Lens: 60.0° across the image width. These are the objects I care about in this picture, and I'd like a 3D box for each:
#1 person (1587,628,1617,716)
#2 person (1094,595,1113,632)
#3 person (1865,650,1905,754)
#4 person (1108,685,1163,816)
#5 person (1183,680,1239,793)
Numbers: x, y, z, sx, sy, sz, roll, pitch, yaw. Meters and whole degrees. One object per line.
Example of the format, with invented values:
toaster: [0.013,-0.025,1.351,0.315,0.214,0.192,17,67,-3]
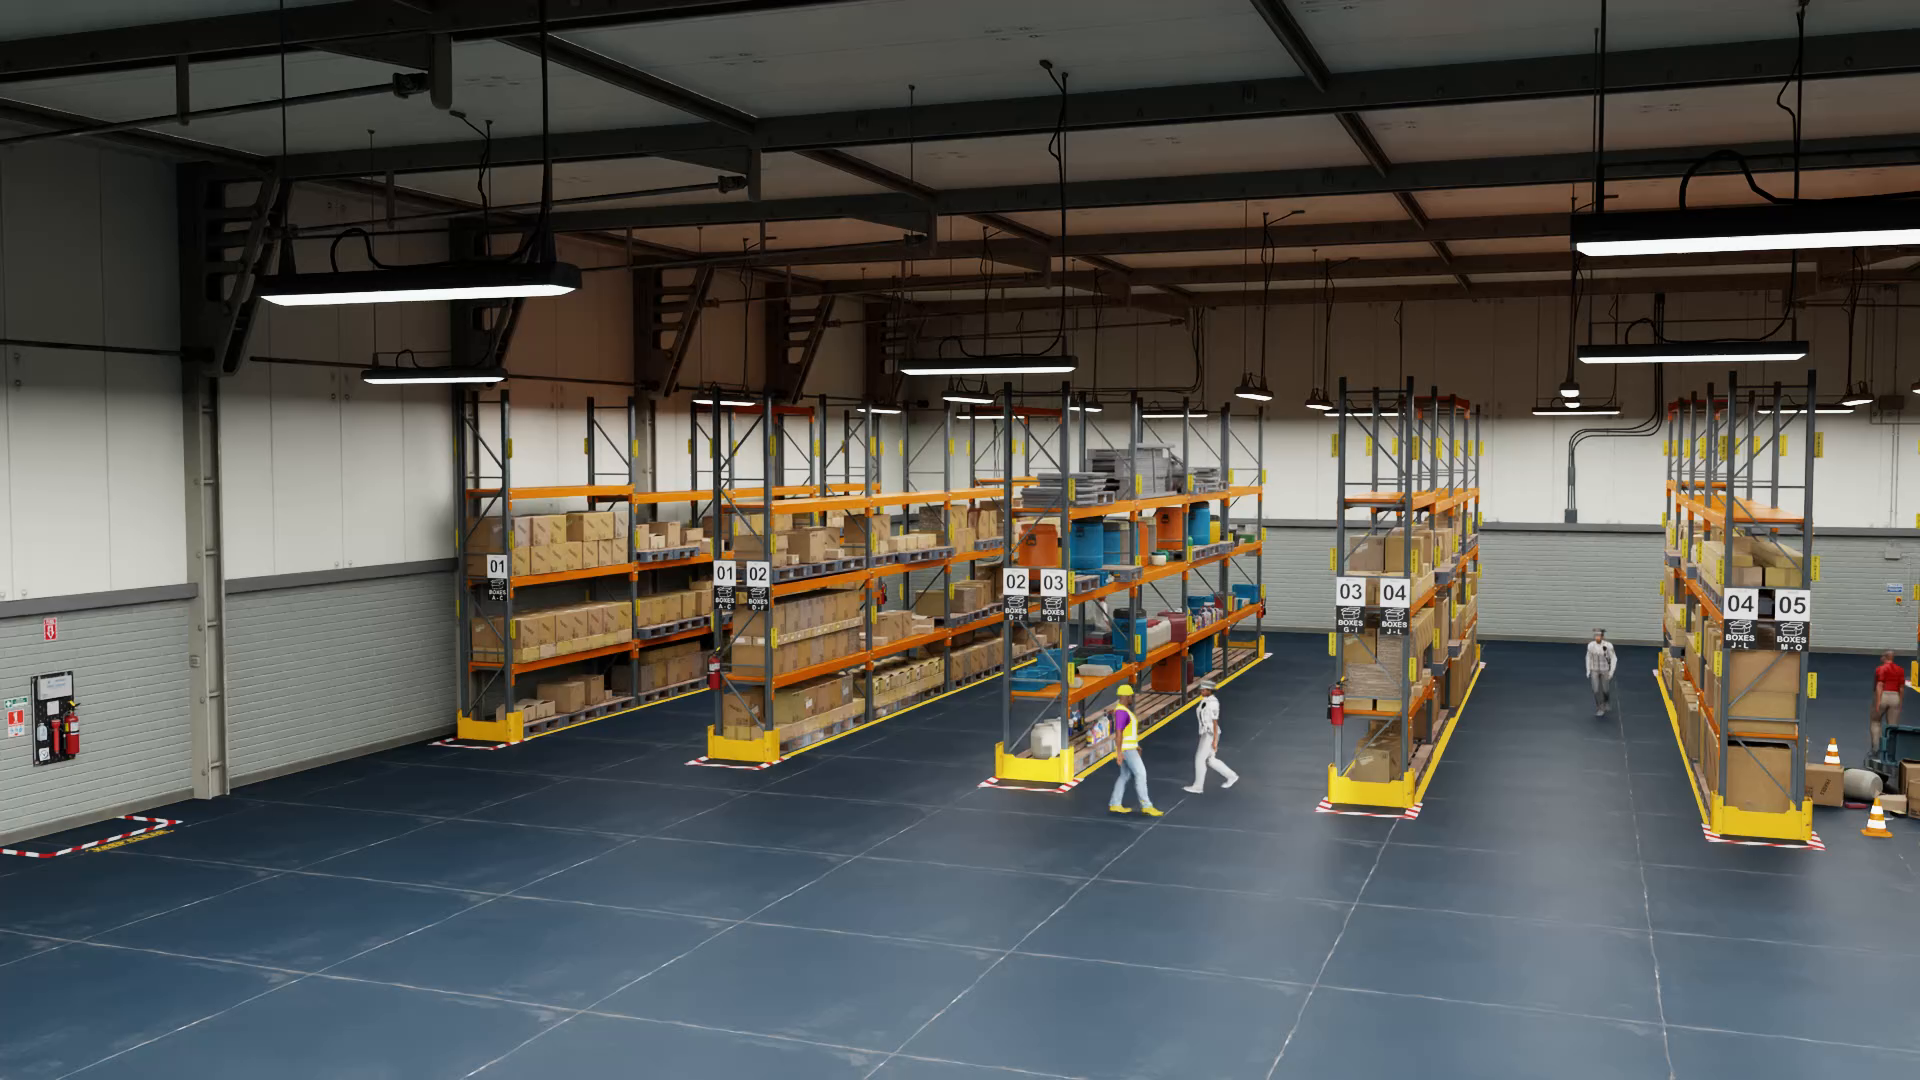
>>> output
person: [12.076,2.461,31.282,0.550,1.654,0.582,2,4,33]
person: [3.321,1.935,38.732,0.468,1.418,0.475,-3,4,-39]
person: [15.088,2.731,27.030,0.540,1.694,0.599,1,3,14]
person: [2.408,2.871,22.803,0.728,1.773,0.586,0,3,2]
person: [3.659,2.847,24.189,0.841,1.644,0.481,0,3,-1]
